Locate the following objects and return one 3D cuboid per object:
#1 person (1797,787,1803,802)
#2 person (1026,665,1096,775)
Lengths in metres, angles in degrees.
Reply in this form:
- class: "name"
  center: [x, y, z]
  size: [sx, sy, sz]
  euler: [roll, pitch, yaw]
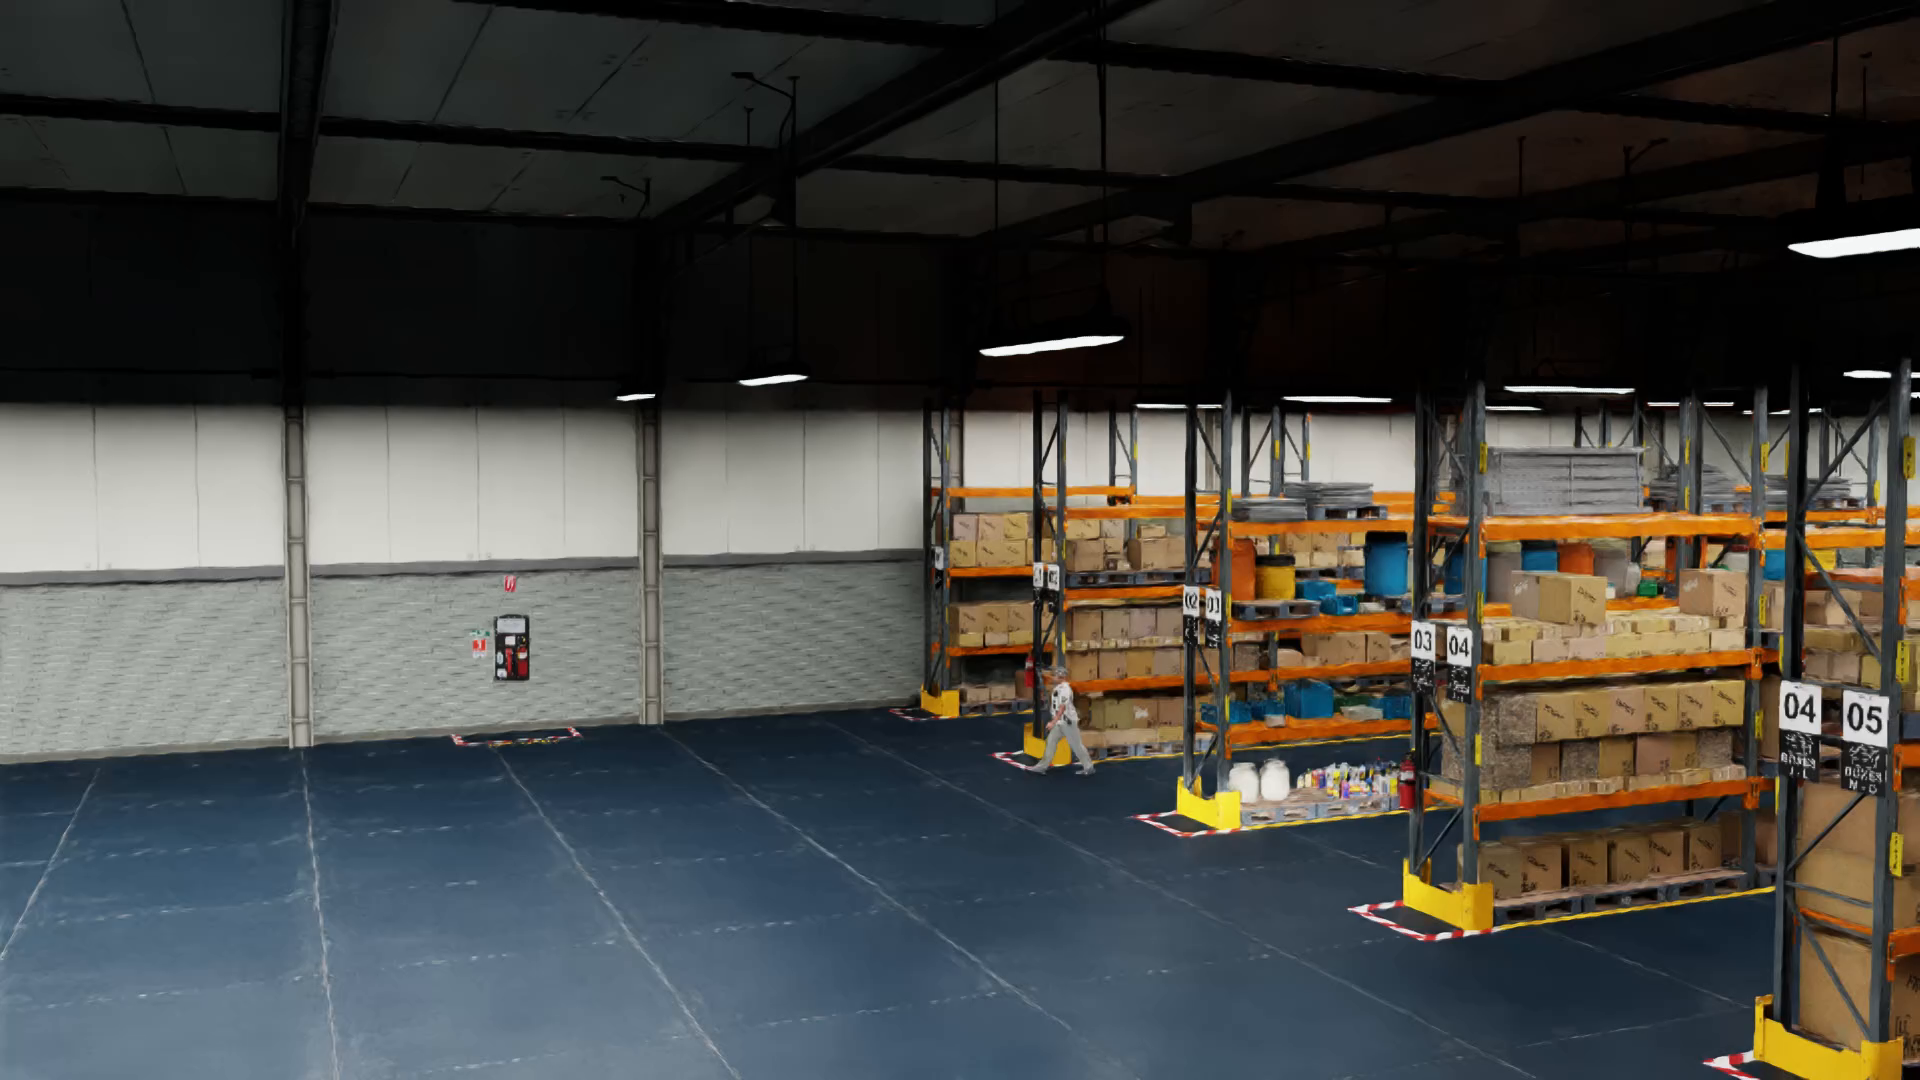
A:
- class: "person"
  center: [11.639, 2.992, 22.966]
  size: [1.072, 1.584, 0.496]
  euler: [-1, 4, -20]
- class: "person"
  center: [1.571, 2.781, 25.689]
  size: [1.041, 1.705, 0.534]
  euler: [-1, 3, -13]
